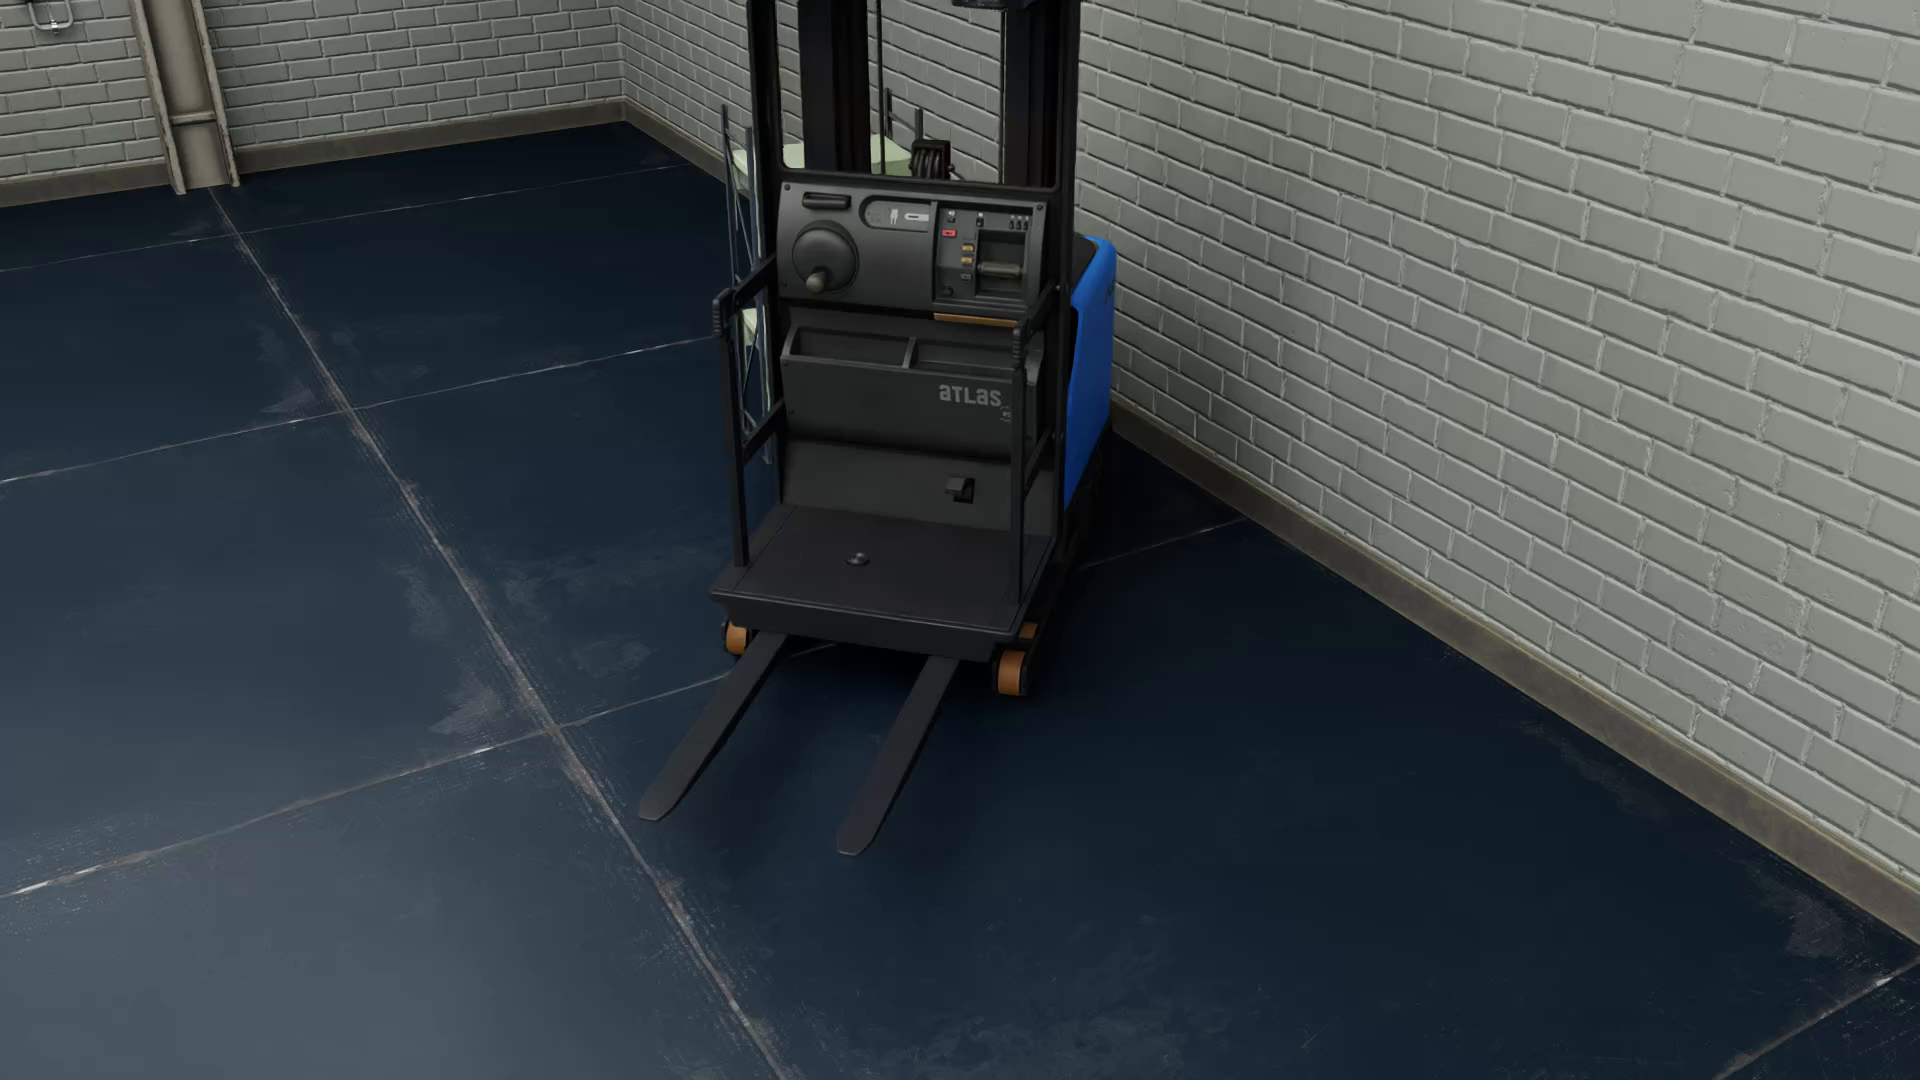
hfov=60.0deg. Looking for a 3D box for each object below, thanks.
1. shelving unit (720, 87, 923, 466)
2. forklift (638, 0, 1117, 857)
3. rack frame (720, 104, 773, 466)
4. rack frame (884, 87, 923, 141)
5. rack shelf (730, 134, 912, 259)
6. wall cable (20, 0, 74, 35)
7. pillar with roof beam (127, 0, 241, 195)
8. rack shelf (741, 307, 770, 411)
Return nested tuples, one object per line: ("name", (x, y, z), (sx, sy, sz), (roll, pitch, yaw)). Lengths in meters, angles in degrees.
("shelving unit", (-0.577, -1.144, 7.271), (0.755, 1.500, 0.431), (-12, 31, -20))
("forklift", (-0.222, -0.947, 5.433), (1.130, 2.935, 3.031), (7, 30, 13))
("rack frame", (-0.914, -1.076, 7.147), (0.023, 1.500, 0.400), (-12, 31, -20))
("rack frame", (-0.240, -1.213, 7.395), (0.023, 1.500, 0.400), (-12, 31, -20))
("rack shelf", (-0.577, -1.486, 7.082), (0.720, 0.370, 0.431), (-12, 31, -20))
("wall cable", (-6.267, -3.804, 9.487), (1.851, 1.984, 0.084), (-16, 33, -26))
("pillar with roof beam", (-2.821, -4.506, 5.602), (0.400, 9.000, 9.100), (-16, 33, -26))
("rack shelf", (-0.577, -0.859, 7.429), (0.720, 0.370, 0.431), (-12, 31, -20))
